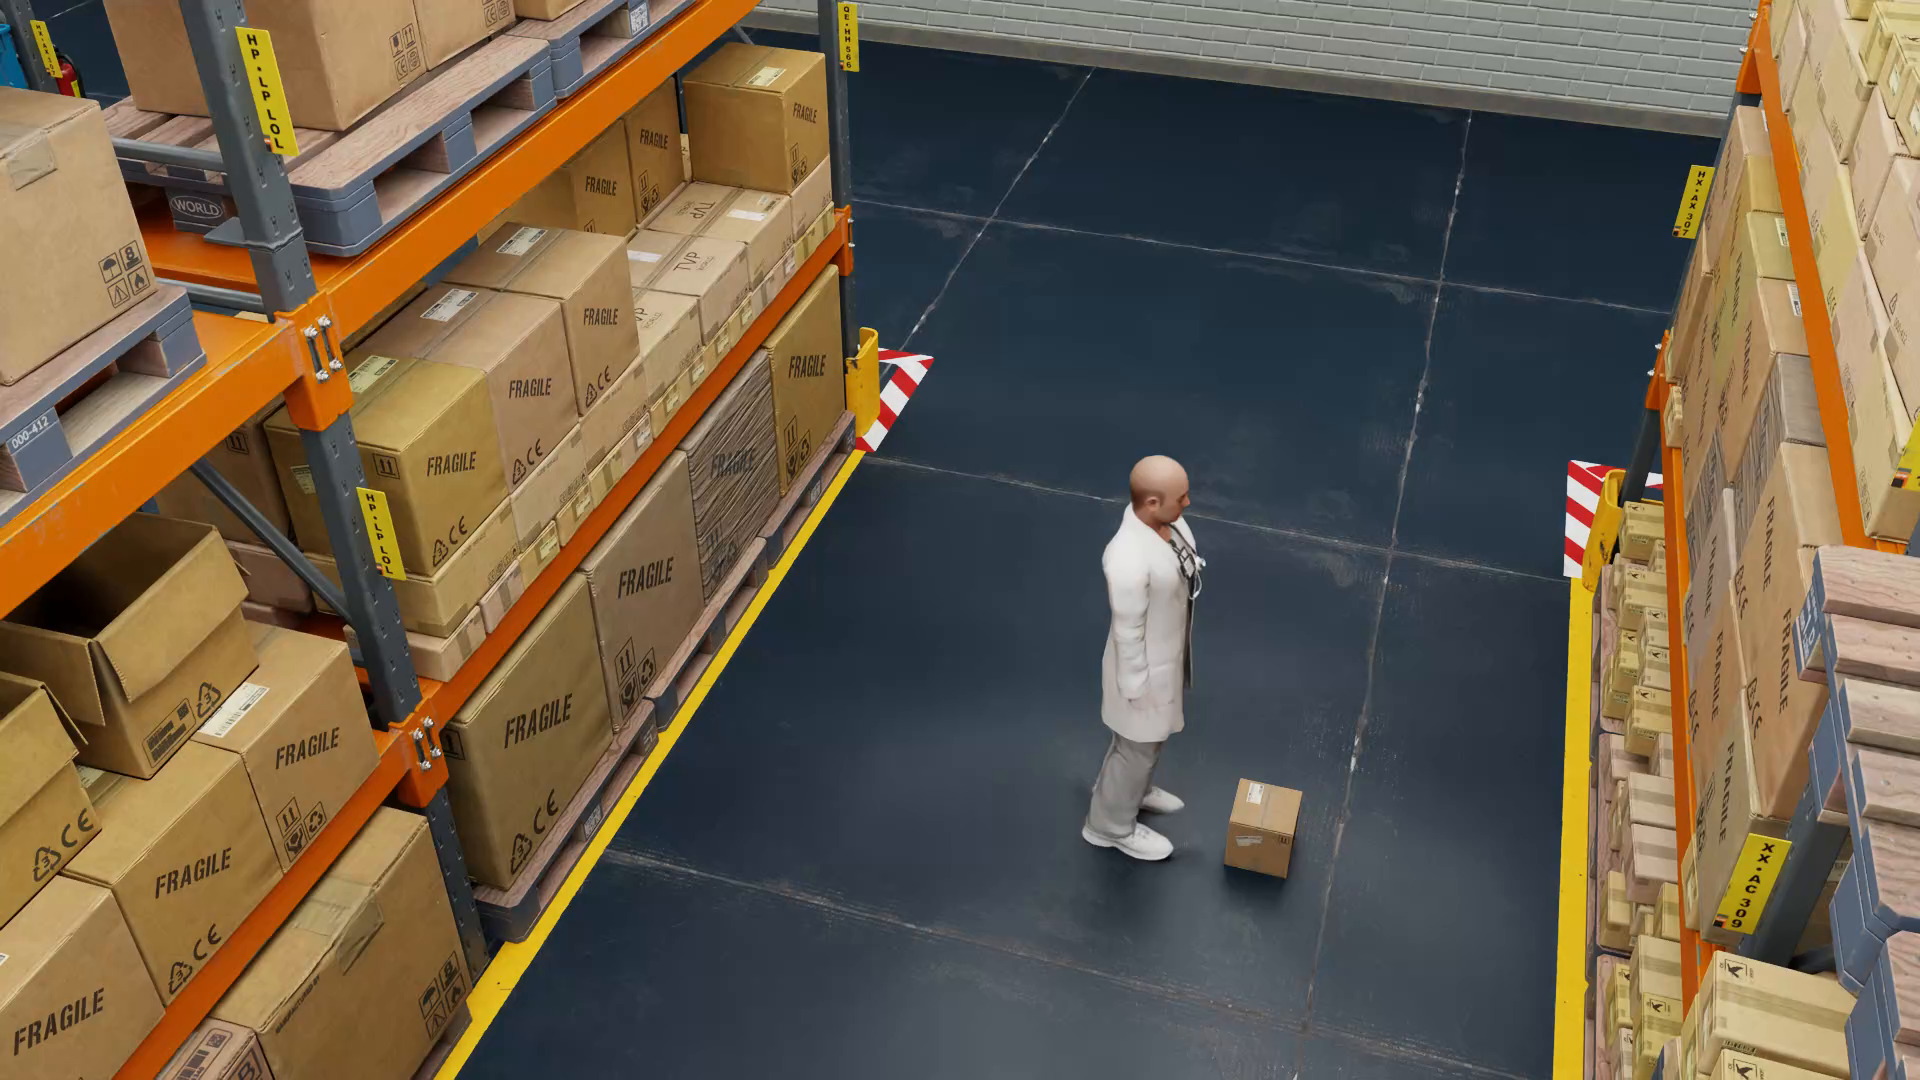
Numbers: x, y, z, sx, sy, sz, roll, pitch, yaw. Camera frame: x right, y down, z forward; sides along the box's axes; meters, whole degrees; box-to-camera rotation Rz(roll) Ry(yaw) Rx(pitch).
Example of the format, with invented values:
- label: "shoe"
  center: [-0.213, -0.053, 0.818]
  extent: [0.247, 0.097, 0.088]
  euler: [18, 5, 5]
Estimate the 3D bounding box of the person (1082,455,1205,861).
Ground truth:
- label: "person"
  center: [0.719, 0.443, 6.326]
  extent: [0.389, 1.790, 0.562]
  euler: [11, 38, 15]
